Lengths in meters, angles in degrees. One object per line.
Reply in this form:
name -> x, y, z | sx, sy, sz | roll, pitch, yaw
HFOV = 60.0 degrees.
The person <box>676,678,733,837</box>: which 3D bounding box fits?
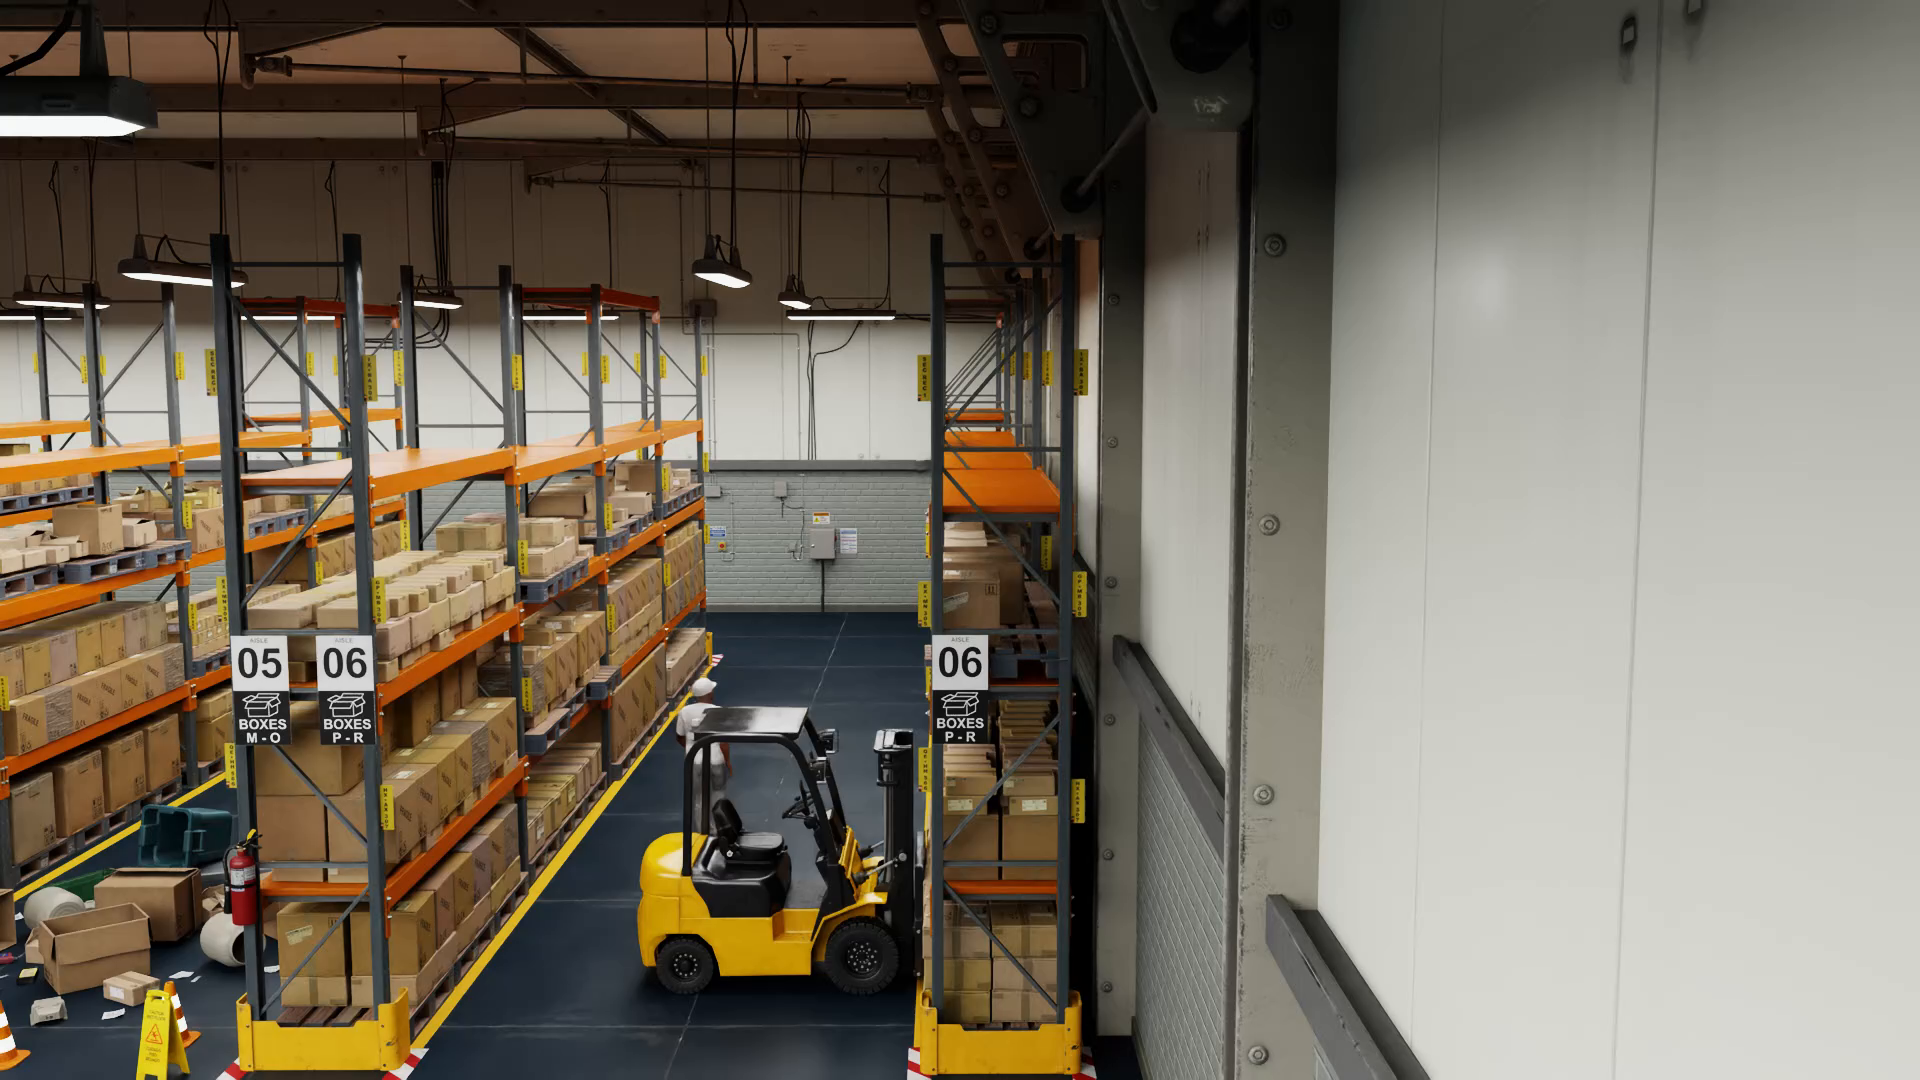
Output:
person -> -2.615, 2.292, 17.069 | 0.599, 1.792, 0.778 | 0, 6, -3
